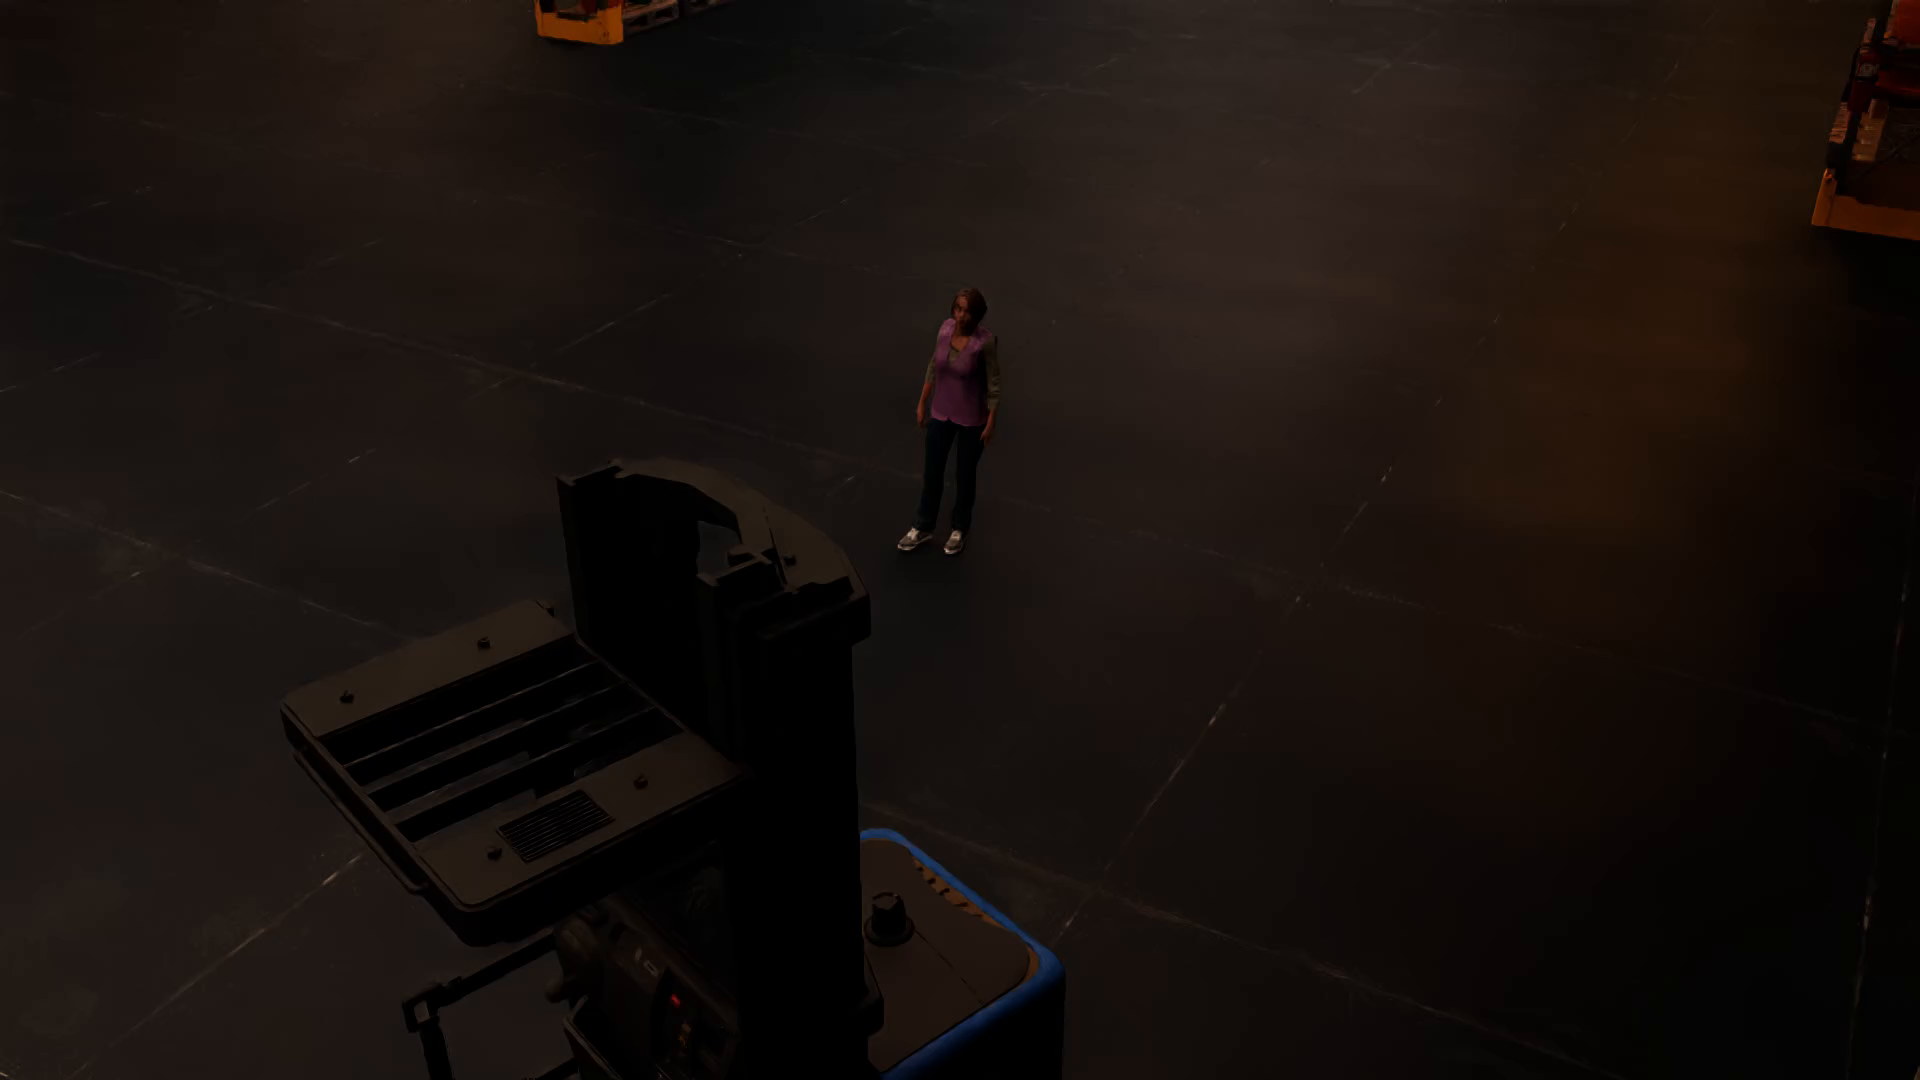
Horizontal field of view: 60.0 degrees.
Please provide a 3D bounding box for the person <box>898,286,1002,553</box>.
[{"bbox_3d":[-0.048,-0.669,9.550,0.520,1.597,0.474,15,33,25],"label":"person"}]

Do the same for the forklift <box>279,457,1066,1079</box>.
[{"bbox_3d":[-1.079,1.351,4.730,3.031,2.935,1.130,-24,37,-35],"label":"forklift"}]
